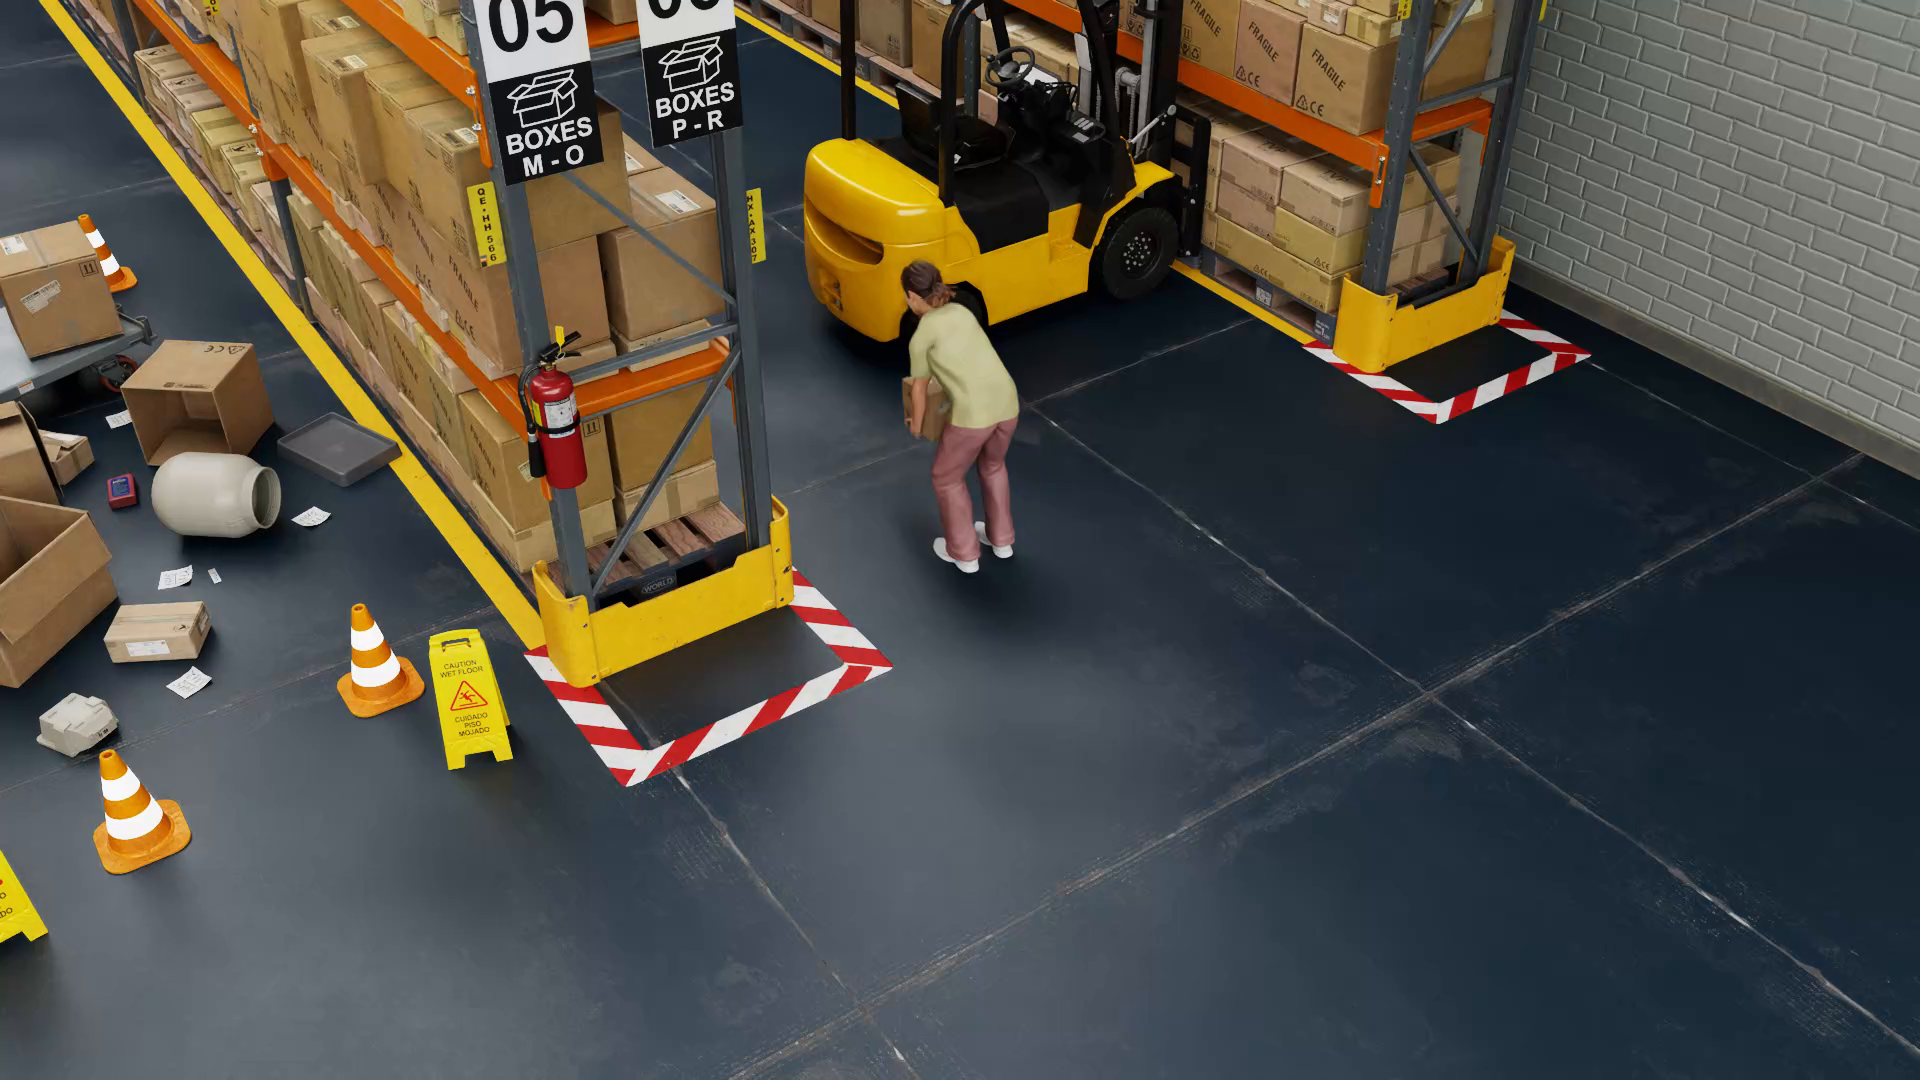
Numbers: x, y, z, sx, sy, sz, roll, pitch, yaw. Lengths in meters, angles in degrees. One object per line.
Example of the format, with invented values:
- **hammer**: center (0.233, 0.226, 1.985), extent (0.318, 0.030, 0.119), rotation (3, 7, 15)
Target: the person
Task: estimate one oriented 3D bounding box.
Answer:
- **person**: center (-0.028, -0.599, 8.010), extent (0.408, 1.445, 0.731), rotation (-24, 43, -28)
